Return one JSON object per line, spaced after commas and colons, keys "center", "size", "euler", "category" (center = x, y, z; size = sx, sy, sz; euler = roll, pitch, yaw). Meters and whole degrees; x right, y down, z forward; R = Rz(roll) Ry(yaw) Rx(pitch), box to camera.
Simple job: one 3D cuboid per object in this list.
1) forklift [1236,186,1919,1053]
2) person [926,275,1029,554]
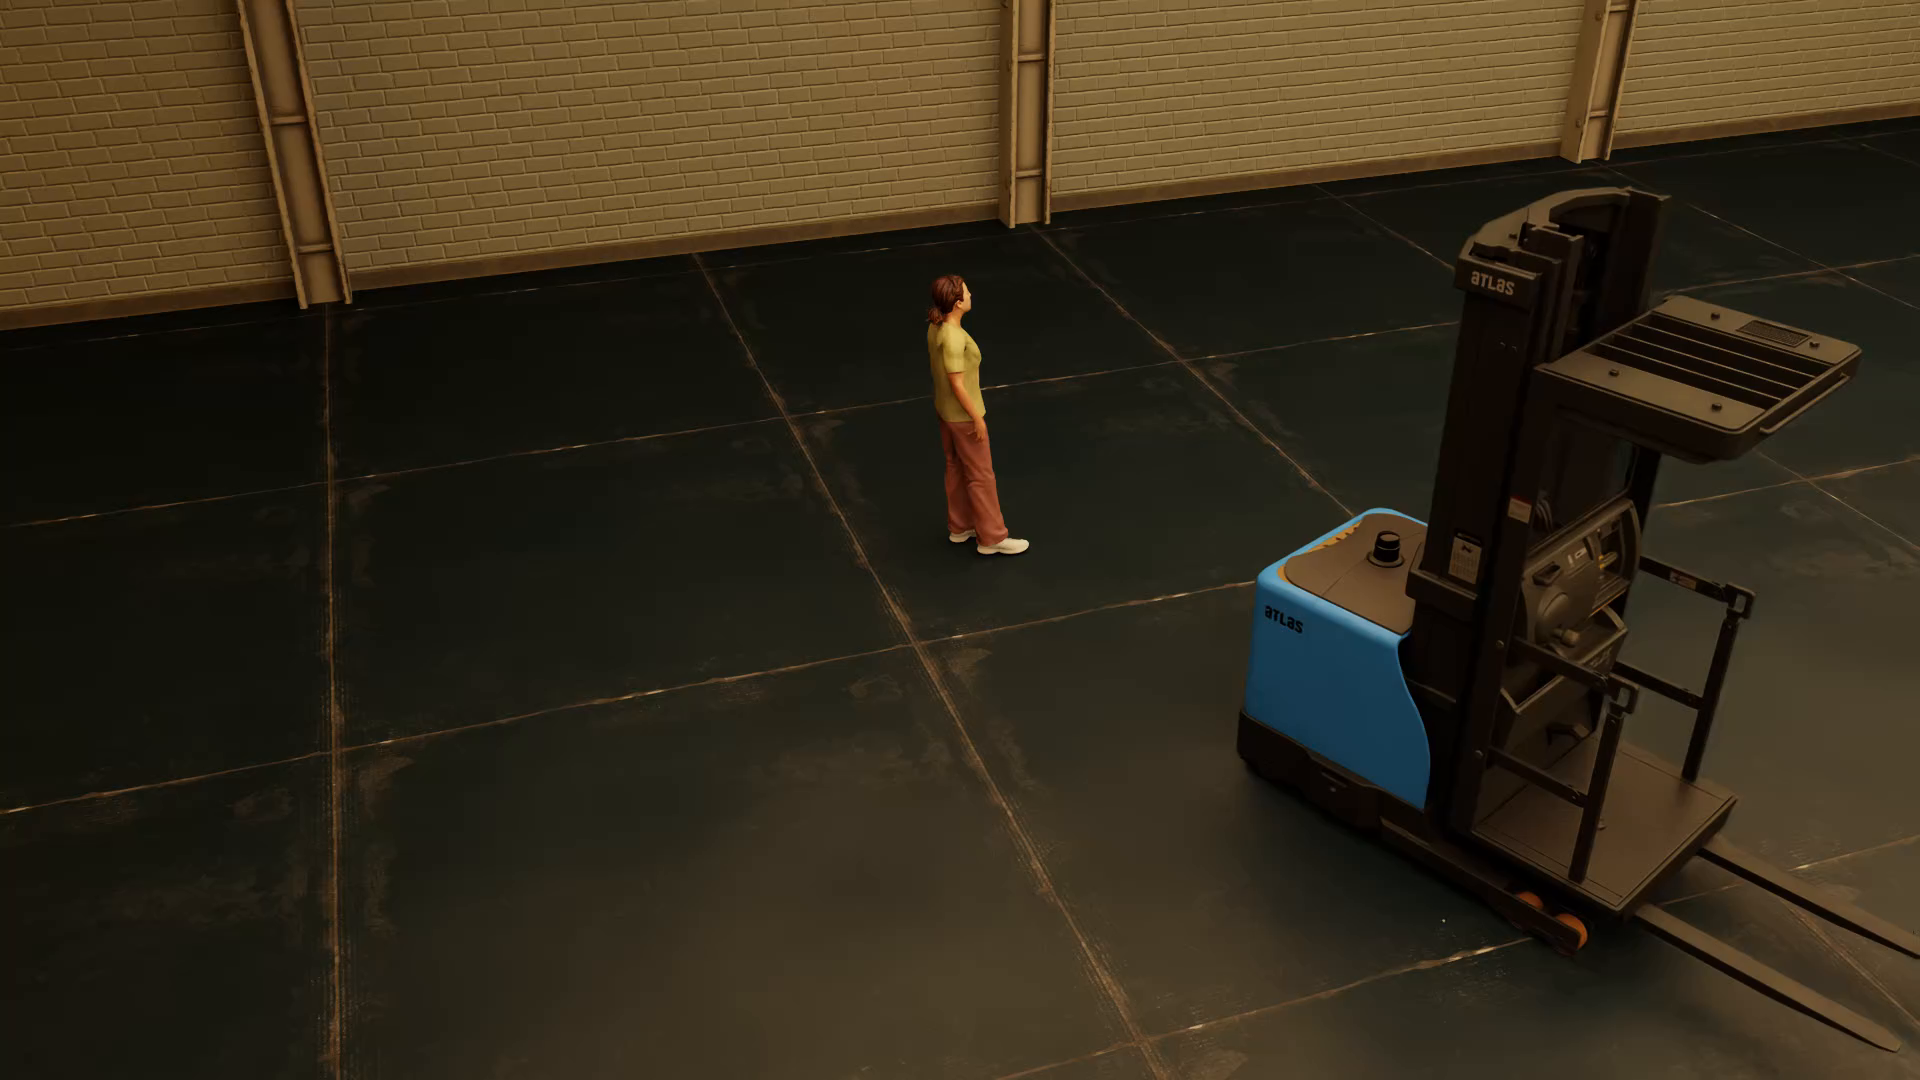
{"center": [2.722, 0.180, 6.774], "size": [1.130, 2.935, 3.031], "euler": [-25, 38, -36], "category": "forklift"}
{"center": [0.073, -0.739, 9.615], "size": [0.549, 1.675, 0.553], "euler": [-10, 31, -16], "category": "person"}
